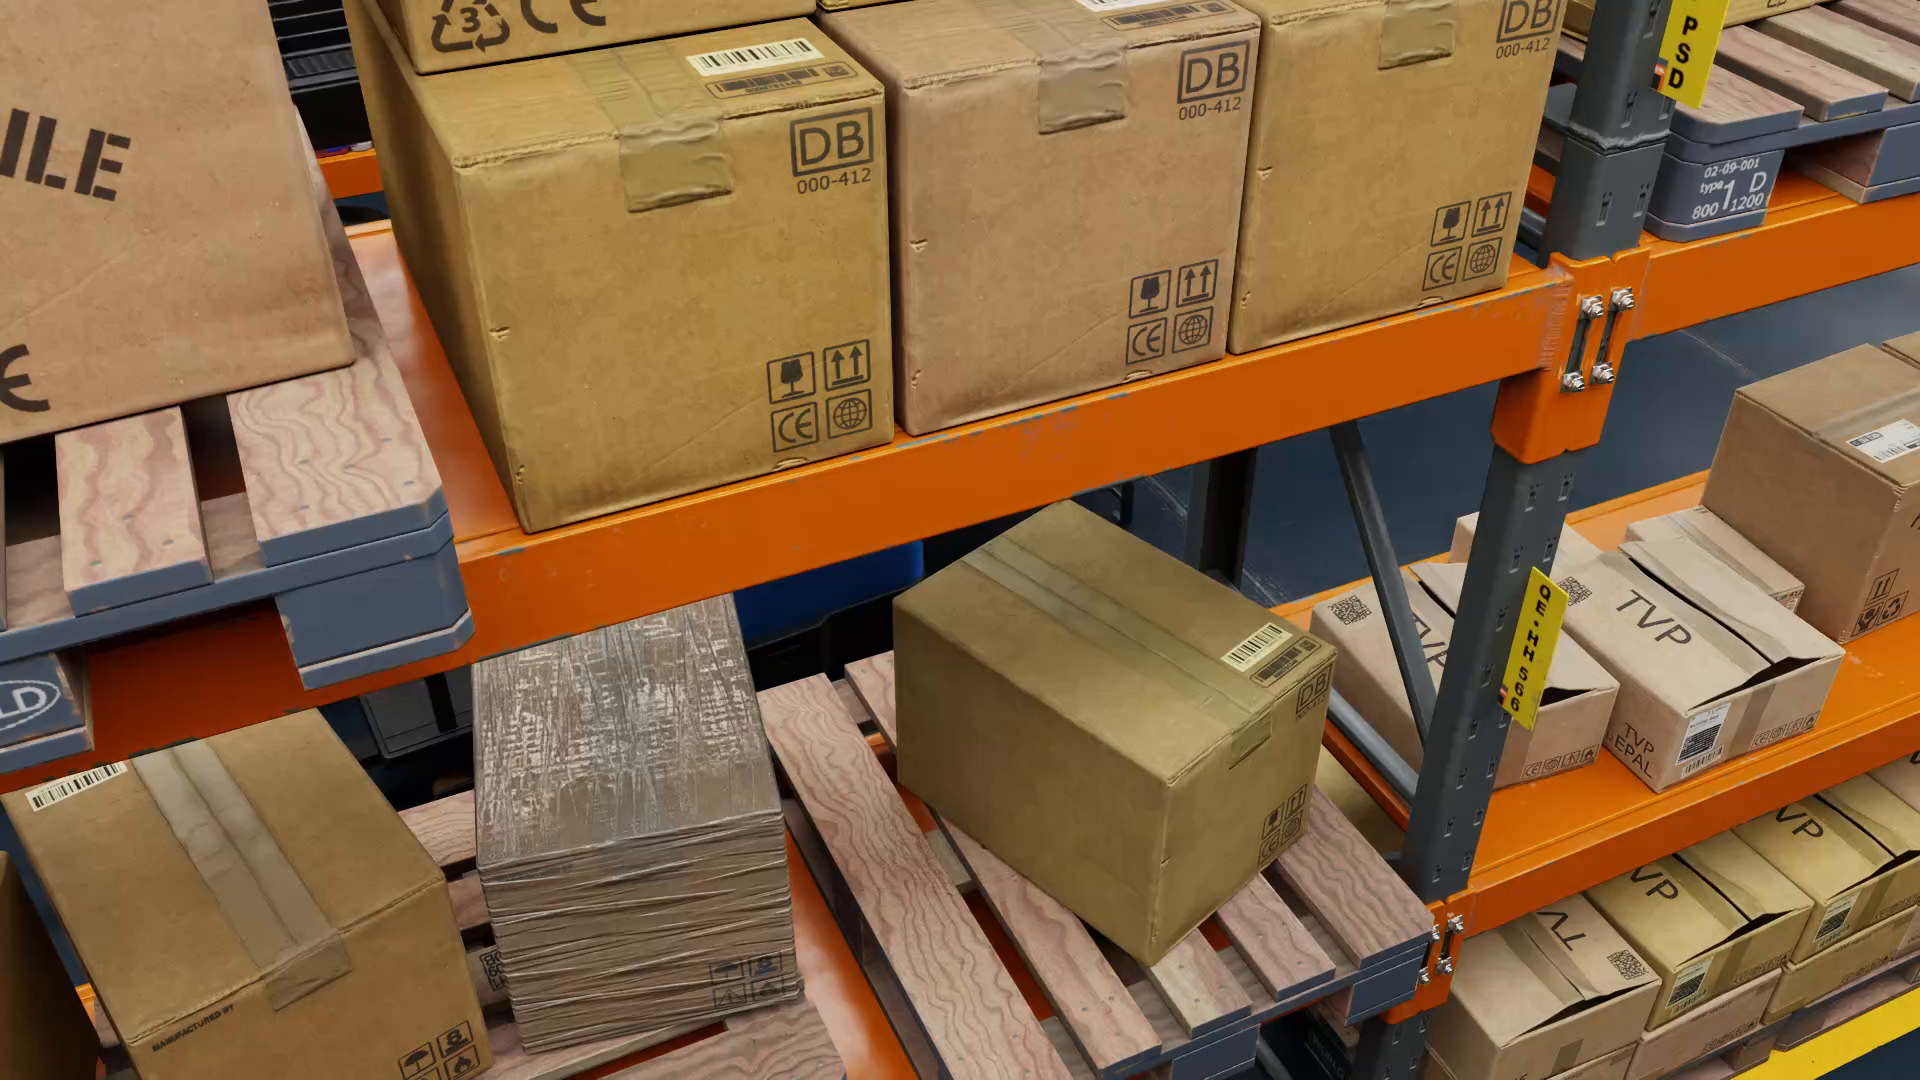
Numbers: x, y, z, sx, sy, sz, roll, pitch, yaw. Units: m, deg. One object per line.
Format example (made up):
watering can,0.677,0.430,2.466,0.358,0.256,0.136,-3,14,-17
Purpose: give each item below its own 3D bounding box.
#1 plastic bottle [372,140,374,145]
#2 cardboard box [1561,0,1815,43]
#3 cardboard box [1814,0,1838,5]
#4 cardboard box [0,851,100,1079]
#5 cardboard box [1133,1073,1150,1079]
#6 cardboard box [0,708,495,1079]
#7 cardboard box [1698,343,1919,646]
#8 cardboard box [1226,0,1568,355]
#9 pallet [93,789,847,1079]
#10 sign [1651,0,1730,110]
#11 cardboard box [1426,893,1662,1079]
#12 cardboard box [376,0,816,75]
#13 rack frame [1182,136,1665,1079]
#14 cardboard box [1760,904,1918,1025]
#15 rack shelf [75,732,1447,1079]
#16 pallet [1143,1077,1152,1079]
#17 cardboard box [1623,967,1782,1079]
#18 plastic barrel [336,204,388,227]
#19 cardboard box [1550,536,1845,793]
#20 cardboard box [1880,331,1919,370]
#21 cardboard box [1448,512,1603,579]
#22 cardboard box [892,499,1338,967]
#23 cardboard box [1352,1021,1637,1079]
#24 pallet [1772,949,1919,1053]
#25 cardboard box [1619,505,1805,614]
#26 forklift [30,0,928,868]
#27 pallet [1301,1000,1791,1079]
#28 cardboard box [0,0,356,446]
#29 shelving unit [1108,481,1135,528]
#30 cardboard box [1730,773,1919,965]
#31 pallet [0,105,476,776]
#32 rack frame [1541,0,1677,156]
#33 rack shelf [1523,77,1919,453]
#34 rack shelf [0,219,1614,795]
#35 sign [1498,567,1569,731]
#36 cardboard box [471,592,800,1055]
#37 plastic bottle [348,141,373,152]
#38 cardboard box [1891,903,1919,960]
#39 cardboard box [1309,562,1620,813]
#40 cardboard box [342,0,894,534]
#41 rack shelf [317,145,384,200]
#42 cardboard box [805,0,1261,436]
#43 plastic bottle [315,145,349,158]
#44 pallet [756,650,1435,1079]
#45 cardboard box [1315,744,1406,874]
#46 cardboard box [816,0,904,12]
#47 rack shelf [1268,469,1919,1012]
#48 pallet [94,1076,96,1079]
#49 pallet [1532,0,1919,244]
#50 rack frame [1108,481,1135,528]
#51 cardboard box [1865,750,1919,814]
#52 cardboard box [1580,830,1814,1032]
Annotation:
plastic bottle,-2.327,-1.689,6.676,0.097,0.201,0.097,0,37,0
cardboard box,1.196,-1.113,2.988,0.500,0.250,0.500,-19,40,-23
cardboard box,1.663,-1.256,3.180,0.500,0.250,0.500,-15,39,-19
cardboard box,-1.692,0.941,2.527,0.500,0.500,0.700,-10,38,-13
cardboard box,0.276,1.134,4.433,0.500,0.500,0.500,-14,39,-18
cardboard box,-1.239,0.668,2.895,0.500,0.500,0.700,-26,44,-31
cardboard box,2.321,-0.128,4.321,0.500,0.500,0.500,-18,40,-22
cardboard box,0.429,-0.771,2.670,0.500,0.500,0.910,-16,39,-20
pallet,-0.949,0.917,3.157,1.213,0.211,1.003,-16,39,-20
sign,1.038,-0.774,2.324,0.005,0.325,0.100,-16,39,-20
cardboard box,1.408,1.081,4.259,0.500,0.311,0.500,-14,39,-18
cardboard box,-0.512,-0.936,2.053,0.500,0.500,0.500,-16,39,-20
rack frame,0.809,0.345,3.767,0.127,3.000,1.000,-16,39,-20
cardboard box,2.331,1.044,4.780,0.500,0.250,0.500,-17,40,-21
rack shelf,-1.001,1.140,3.298,4.000,0.370,1.077,-16,39,-20
pallet,0.117,1.634,4.370,1.213,0.211,1.003,-16,39,-20
cardboard box,1.863,1.179,4.598,0.500,0.250,0.500,-17,40,-21
plastic barrel,-2.750,-1.108,7.398,0.708,0.588,0.600,-16,39,-20
cardboard box,1.701,0.259,3.958,0.500,0.311,0.500,-16,39,-20
cardboard box,2.798,-0.262,4.501,0.500,0.500,0.500,-16,39,-20
cardboard box,1.506,0.069,4.349,0.250,0.149,0.380,-16,39,-20
cardboard box,0.287,0.357,3.315,0.500,0.500,0.700,-30,46,-34
cardboard box,1.408,1.307,4.426,0.500,0.250,0.500,-16,39,-20
pallet,2.674,0.971,5.263,1.213,0.211,1.003,-16,39,-20
cardboard box,1.940,0.093,4.318,0.250,0.149,0.380,-13,38,-17
forklift,-1.657,-0.620,5.125,3.031,2.935,1.130,-19,40,-23
pallet,1.571,1.278,4.850,1.213,0.211,1.003,-16,39,-20
cardboard box,-1.118,-0.523,1.899,0.600,0.600,0.600,-17,40,-22
shelving unit,0.124,-0.650,6.367,1.048,1.500,0.538,-17,40,-22
cardboard box,2.343,0.816,4.617,0.500,0.311,0.500,-17,40,-21
pallet,-1.254,-0.163,2.092,1.003,0.211,1.213,-16,39,-20
rack frame,0.809,-2.064,1.980,0.127,3.000,1.000,-16,39,-20
rack shelf,2.620,-1.077,3.770,4.000,0.370,1.077,-16,39,-20
rack shelf,-1.001,-0.064,2.405,4.000,0.370,1.077,-16,39,-20
sign,1.048,0.202,3.054,0.005,0.325,0.100,-16,39,-20
cardboard box,-0.622,0.485,3.142,0.500,0.500,0.700,-9,37,-11
plastic bottle,-2.415,-1.665,6.643,0.097,0.201,0.097,0,37,0
cardboard box,2.795,0.915,4.955,0.500,0.250,0.500,-15,39,-19
cardboard box,1.157,0.312,3.886,0.500,0.311,0.500,-13,39,-17
cardboard box,-0.504,-0.510,2.318,0.500,0.500,0.910,-16,39,-20
rack shelf,-3.102,-1.532,6.901,4.000,0.370,1.077,-16,39,-20
cardboard box,-0.033,-0.642,2.496,0.500,0.500,0.910,-16,39,-20
plastic bottle,-2.512,-1.658,6.566,0.133,0.283,0.061,-16,39,-20
pallet,0.225,0.632,3.542,1.003,0.211,1.213,-16,39,-20
cardboard box,1.179,0.790,4.651,0.500,0.311,0.500,-15,39,-19
cardboard box,-0.050,-1.065,2.227,0.500,0.500,0.500,-16,39,-20
rack shelf,2.620,0.128,4.664,4.000,0.370,1.077,-16,39,-20
pallet,-2.042,1.291,2.652,1.213,0.211,1.003,-16,39,-20
pallet,1.386,-1.004,3.226,1.003,0.211,1.213,-14,39,-18
rack frame,0.576,-0.788,6.553,0.032,1.500,0.500,-17,40,-22
cardboard box,2.808,0.686,4.793,0.500,0.311,0.500,-16,39,-21
cardboard box,1.880,0.944,4.444,0.500,0.311,0.500,-17,40,-21
